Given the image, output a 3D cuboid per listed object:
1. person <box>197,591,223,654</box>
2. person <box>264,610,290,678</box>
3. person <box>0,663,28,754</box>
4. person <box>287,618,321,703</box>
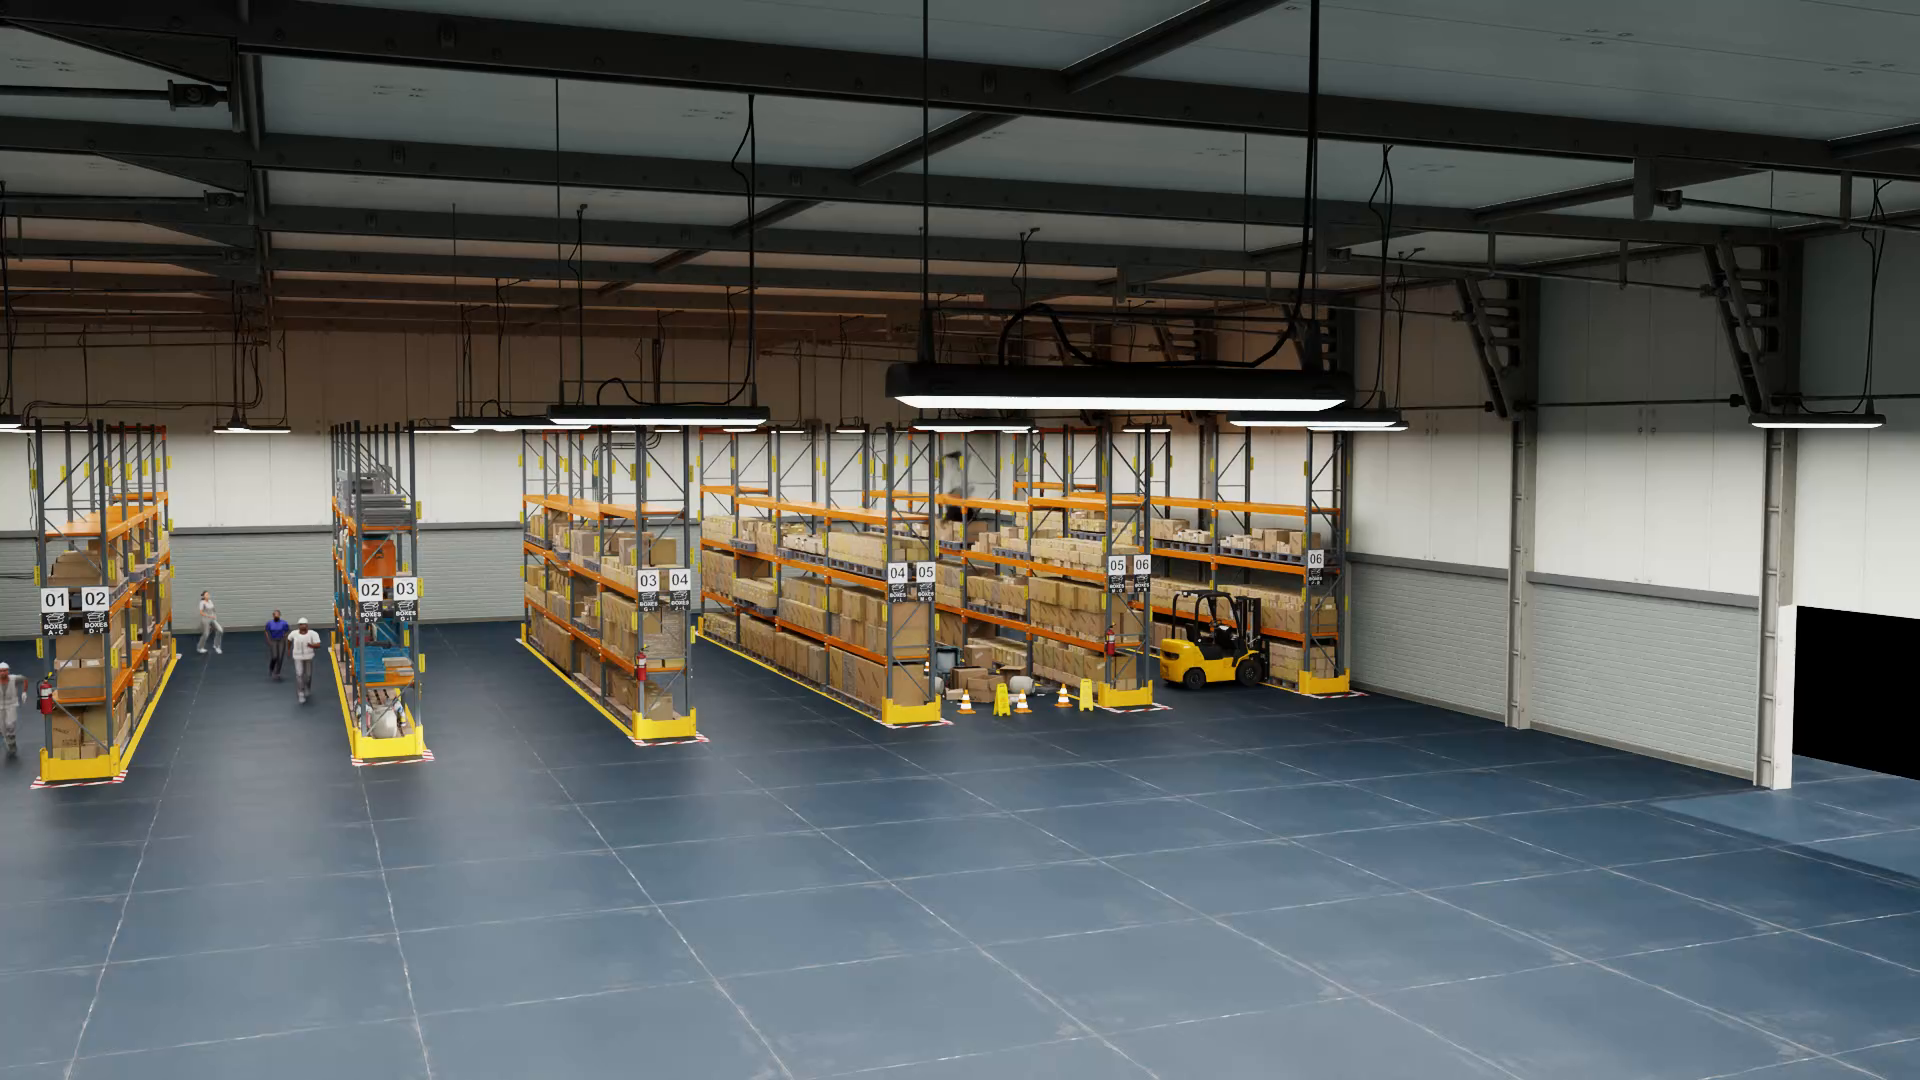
[{"bbox_3d":[-19.809,2.167,43.774,0.698,1.685,0.571,1,4,19],"label":"person"},{"bbox_3d":[-16.093,2.459,39.231,0.561,1.621,0.567,-2,4,-25],"label":"person"},{"bbox_3d":[-16.909,2.997,29.486,0.632,1.698,0.862,-1,4,-19],"label":"person"},{"bbox_3d":[-14.192,2.571,35.976,0.684,1.800,0.911,-1,4,-22],"label":"person"}]
